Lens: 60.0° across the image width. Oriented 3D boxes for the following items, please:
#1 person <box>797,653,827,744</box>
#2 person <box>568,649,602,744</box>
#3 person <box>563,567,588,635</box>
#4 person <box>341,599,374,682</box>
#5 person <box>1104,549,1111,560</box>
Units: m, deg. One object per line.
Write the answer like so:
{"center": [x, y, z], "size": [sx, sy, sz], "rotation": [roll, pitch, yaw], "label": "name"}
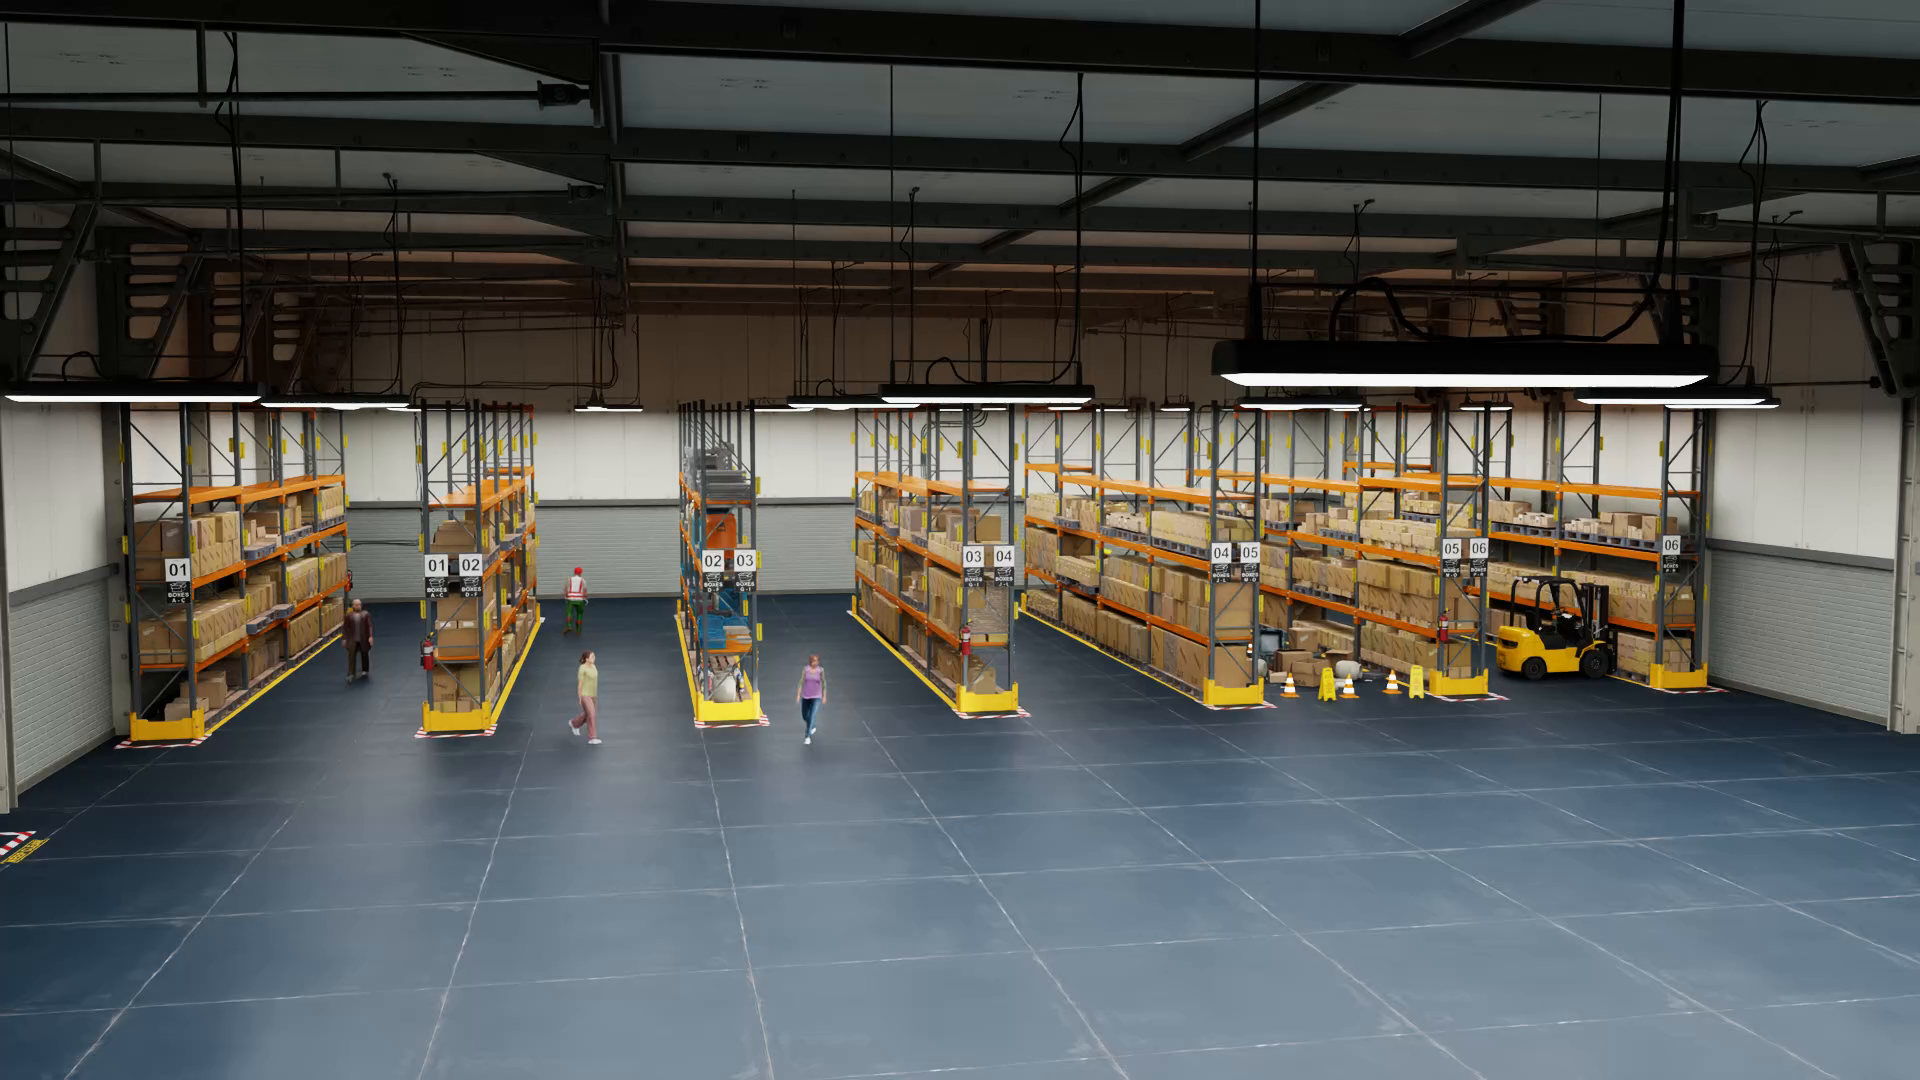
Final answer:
{"center": [-2.586, 2.752, 29.069], "size": [0.496, 1.548, 0.874], "rotation": [0, 4, 2], "label": "person"}
{"center": [-6.518, 2.710, 28.982], "size": [0.784, 1.637, 0.453], "rotation": [2, 5, 30], "label": "person"}
{"center": [-10.004, 1.588, 43.227], "size": [0.623, 1.760, 0.671], "rotation": [0, 4, -6], "label": "person"}
{"center": [-12.973, 2.136, 35.790], "size": [0.710, 1.711, 1.129], "rotation": [-1, 4, -8], "label": "person"}
{"center": [4.353, 1.148, 49.264], "size": [0.777, 1.744, 0.645], "rotation": [0, 4, 5], "label": "person"}
